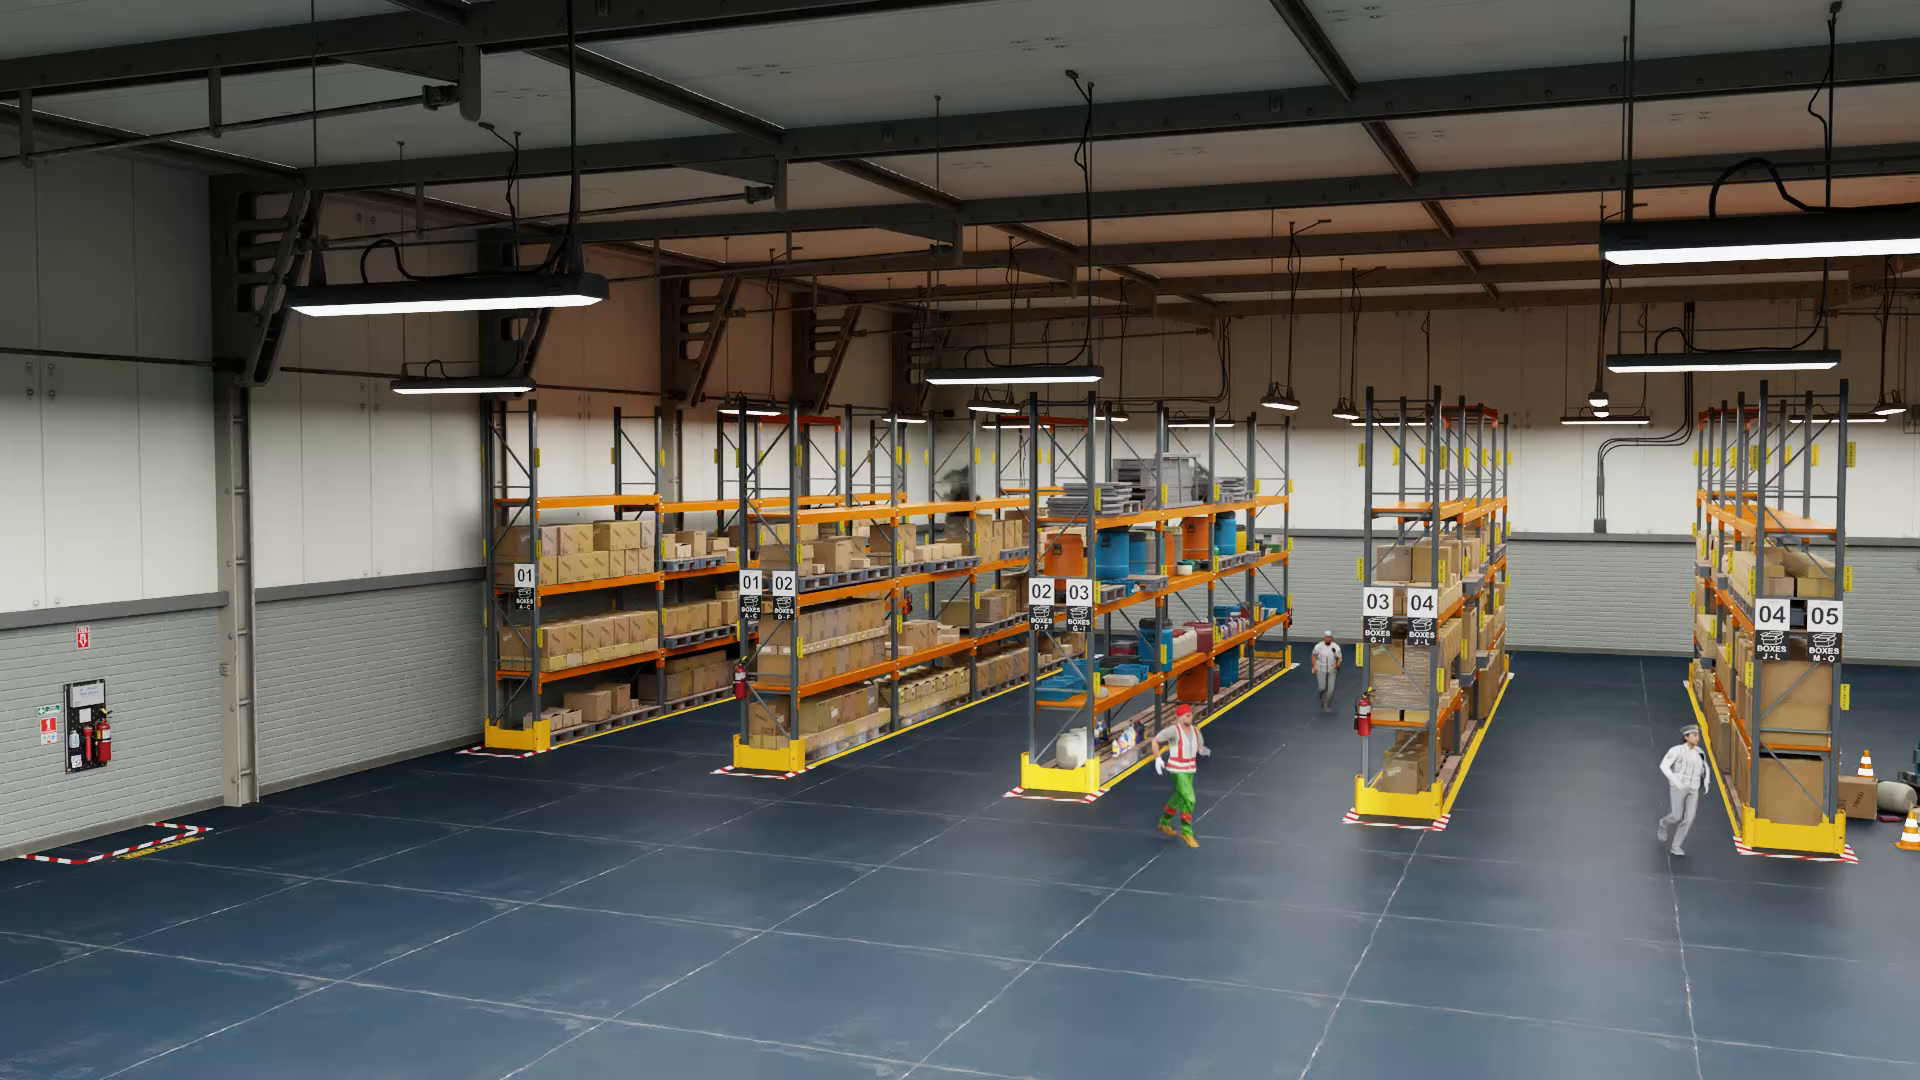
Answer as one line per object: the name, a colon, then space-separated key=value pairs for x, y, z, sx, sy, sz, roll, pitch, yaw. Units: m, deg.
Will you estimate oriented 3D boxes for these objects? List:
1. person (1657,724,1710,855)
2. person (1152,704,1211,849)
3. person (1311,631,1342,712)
person: x=9.236 y=3.147 z=21.114 sx=0.678 sy=1.622 sz=0.612 roll=0 pitch=3 yaw=-4
person: x=2.880 y=3.037 z=21.557 sx=0.644 sy=1.842 sz=0.863 roll=-2 pitch=4 yaw=-41
person: x=7.207 y=2.585 z=32.673 sx=0.592 sy=1.618 sz=0.591 roll=0 pitch=3 yaw=9
